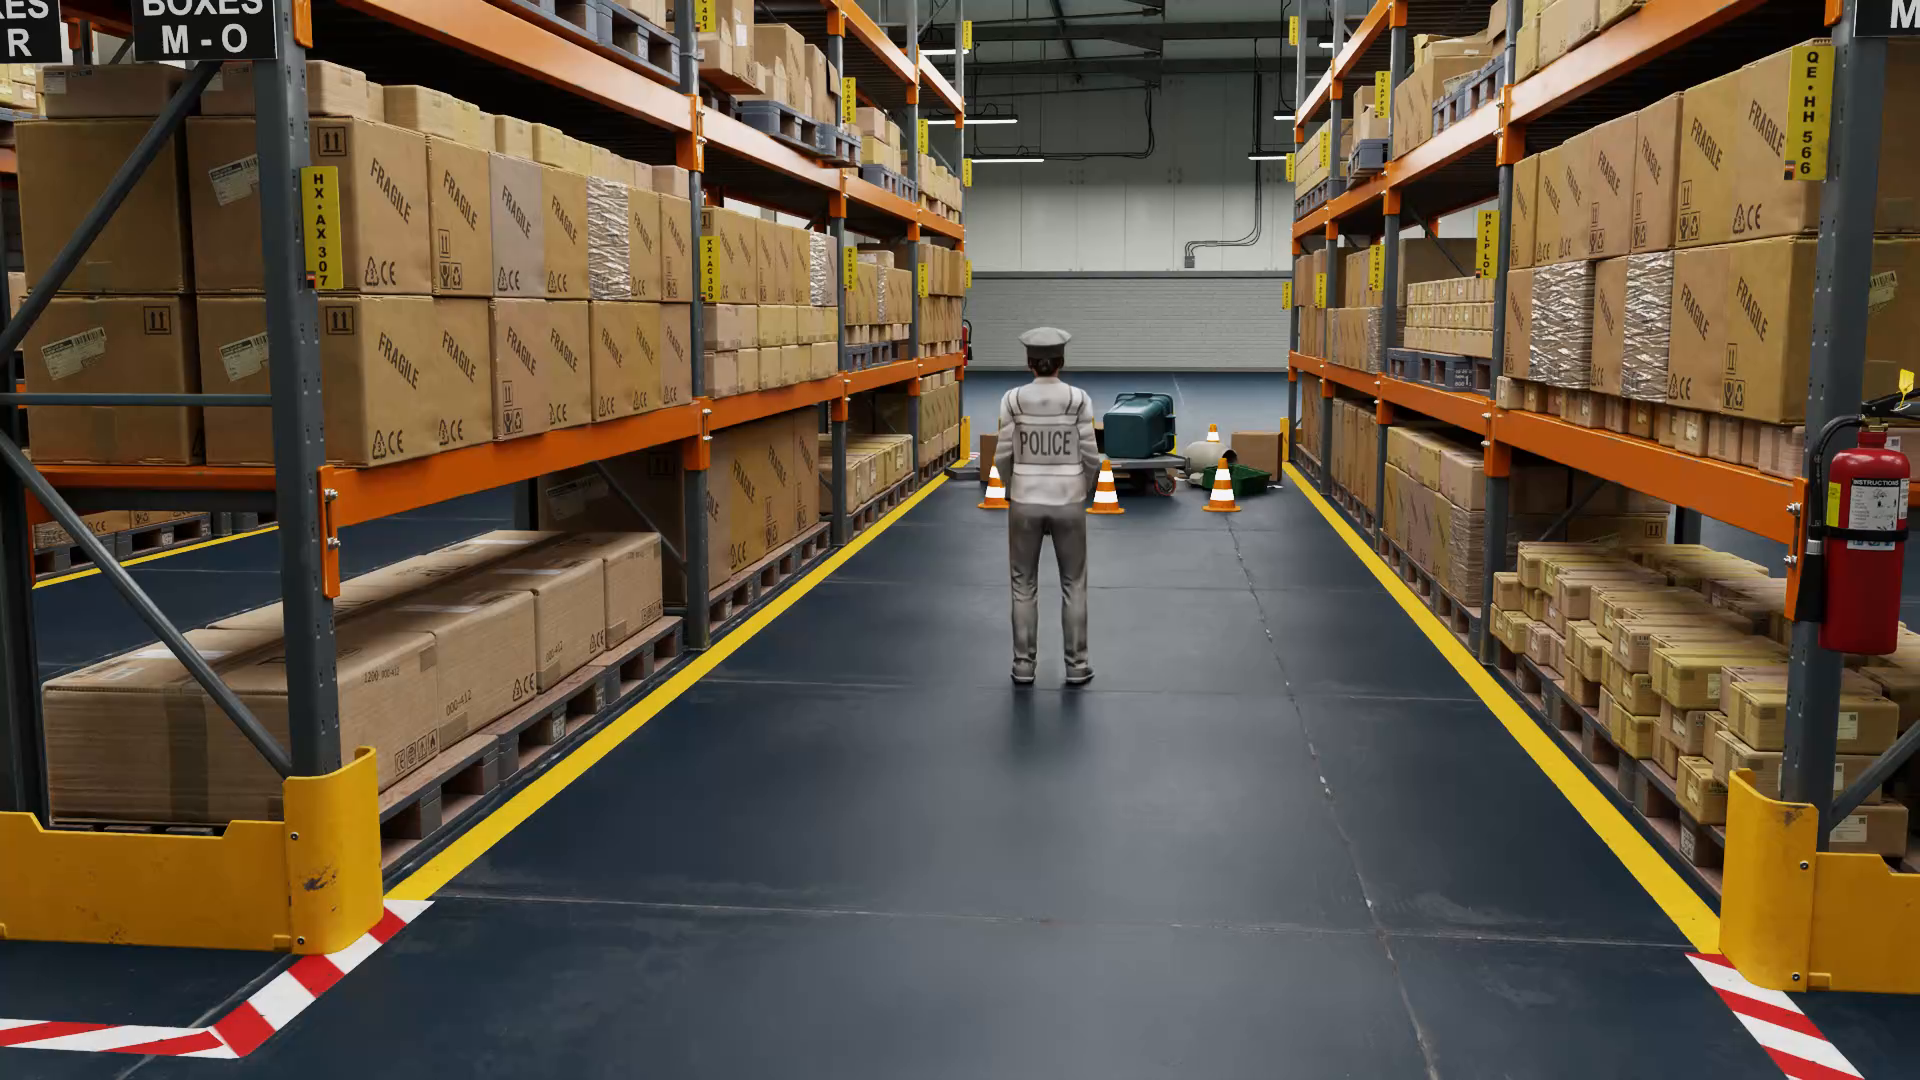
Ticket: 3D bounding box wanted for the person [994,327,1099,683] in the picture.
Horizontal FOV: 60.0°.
[{"bbox_3d":[0.413,-0.165,7.922,0.498,1.686,0.424,1,8,5],"label":"person"}]
